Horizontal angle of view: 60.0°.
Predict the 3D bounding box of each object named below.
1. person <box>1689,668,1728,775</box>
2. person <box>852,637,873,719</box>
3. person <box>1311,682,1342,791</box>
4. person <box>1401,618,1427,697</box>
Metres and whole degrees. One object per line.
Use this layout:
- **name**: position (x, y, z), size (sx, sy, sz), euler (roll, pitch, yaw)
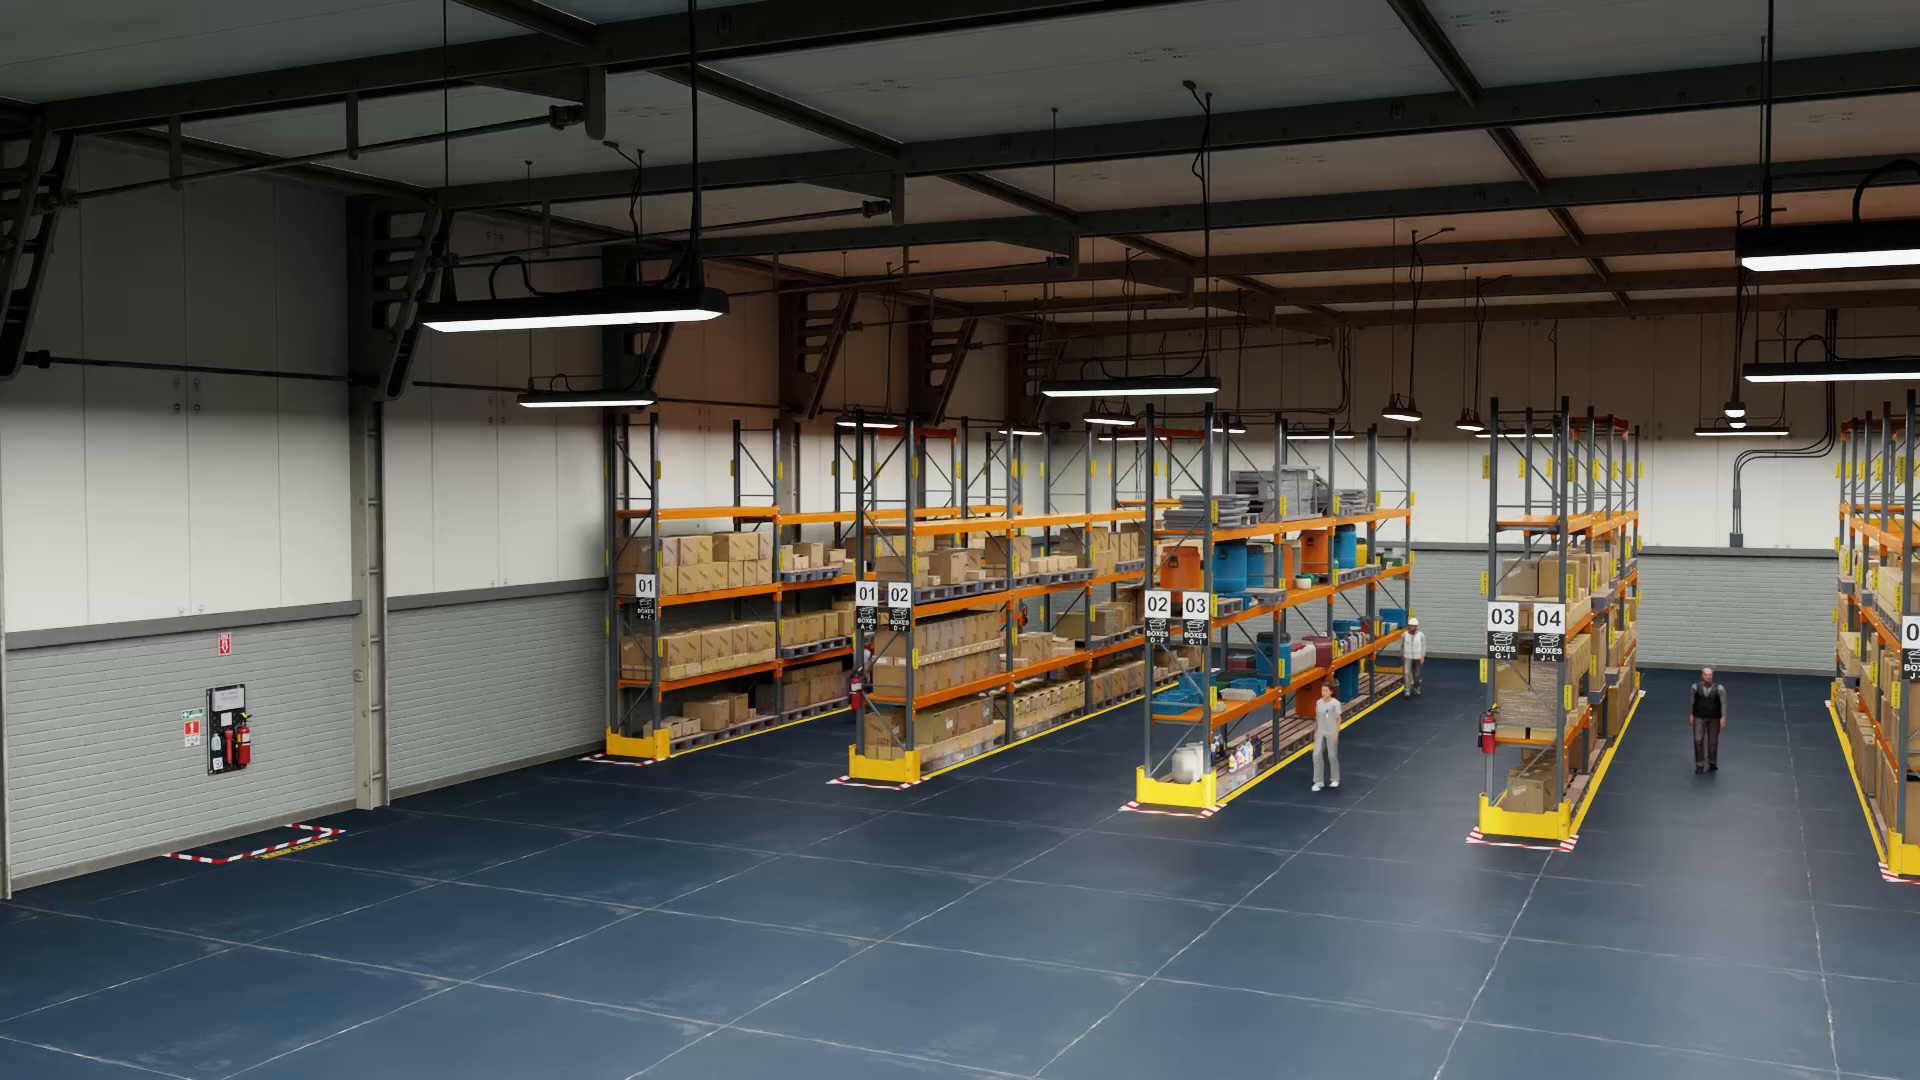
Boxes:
- **person**: position (12.394, 2.994, 27.554), size (0.589, 1.752, 0.650), euler (1, 3, 28)
- **person**: position (-1.943, 2.772, 33.378), size (0.532, 1.636, 0.459), euler (2, 3, 40)
- **person**: position (5.760, 3.074, 26.135), size (0.501, 1.698, 0.619), euler (2, 3, 43)
- **person**: position (9.972, 2.580, 36.583), size (0.559, 1.719, 1.033), euler (1, 3, 17)
